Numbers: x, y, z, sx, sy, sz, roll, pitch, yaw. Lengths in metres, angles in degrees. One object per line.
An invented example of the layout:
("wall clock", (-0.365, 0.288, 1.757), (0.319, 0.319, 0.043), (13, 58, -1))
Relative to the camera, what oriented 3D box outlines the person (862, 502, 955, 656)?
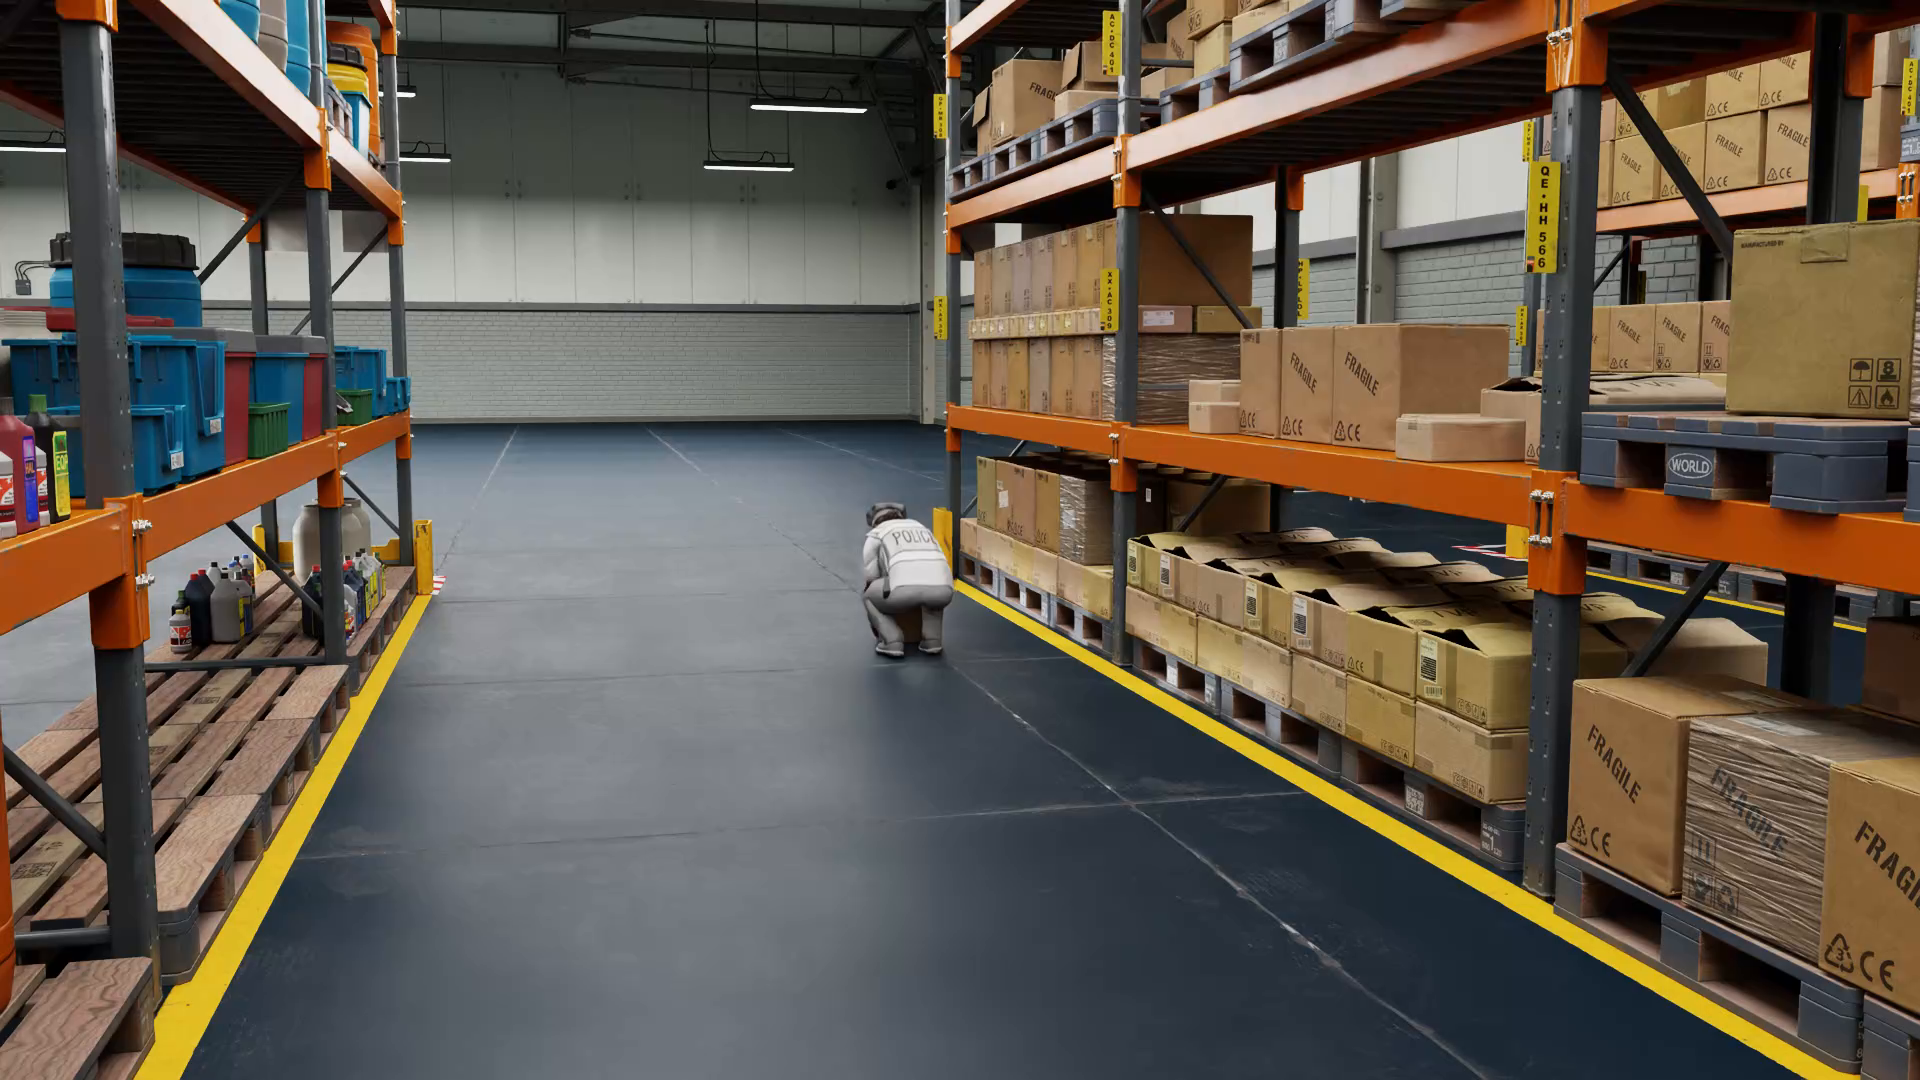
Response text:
("person", (-0.314, 0.225, 9.528), (0.473, 0.843, 0.871), (-2, 6, -14))
